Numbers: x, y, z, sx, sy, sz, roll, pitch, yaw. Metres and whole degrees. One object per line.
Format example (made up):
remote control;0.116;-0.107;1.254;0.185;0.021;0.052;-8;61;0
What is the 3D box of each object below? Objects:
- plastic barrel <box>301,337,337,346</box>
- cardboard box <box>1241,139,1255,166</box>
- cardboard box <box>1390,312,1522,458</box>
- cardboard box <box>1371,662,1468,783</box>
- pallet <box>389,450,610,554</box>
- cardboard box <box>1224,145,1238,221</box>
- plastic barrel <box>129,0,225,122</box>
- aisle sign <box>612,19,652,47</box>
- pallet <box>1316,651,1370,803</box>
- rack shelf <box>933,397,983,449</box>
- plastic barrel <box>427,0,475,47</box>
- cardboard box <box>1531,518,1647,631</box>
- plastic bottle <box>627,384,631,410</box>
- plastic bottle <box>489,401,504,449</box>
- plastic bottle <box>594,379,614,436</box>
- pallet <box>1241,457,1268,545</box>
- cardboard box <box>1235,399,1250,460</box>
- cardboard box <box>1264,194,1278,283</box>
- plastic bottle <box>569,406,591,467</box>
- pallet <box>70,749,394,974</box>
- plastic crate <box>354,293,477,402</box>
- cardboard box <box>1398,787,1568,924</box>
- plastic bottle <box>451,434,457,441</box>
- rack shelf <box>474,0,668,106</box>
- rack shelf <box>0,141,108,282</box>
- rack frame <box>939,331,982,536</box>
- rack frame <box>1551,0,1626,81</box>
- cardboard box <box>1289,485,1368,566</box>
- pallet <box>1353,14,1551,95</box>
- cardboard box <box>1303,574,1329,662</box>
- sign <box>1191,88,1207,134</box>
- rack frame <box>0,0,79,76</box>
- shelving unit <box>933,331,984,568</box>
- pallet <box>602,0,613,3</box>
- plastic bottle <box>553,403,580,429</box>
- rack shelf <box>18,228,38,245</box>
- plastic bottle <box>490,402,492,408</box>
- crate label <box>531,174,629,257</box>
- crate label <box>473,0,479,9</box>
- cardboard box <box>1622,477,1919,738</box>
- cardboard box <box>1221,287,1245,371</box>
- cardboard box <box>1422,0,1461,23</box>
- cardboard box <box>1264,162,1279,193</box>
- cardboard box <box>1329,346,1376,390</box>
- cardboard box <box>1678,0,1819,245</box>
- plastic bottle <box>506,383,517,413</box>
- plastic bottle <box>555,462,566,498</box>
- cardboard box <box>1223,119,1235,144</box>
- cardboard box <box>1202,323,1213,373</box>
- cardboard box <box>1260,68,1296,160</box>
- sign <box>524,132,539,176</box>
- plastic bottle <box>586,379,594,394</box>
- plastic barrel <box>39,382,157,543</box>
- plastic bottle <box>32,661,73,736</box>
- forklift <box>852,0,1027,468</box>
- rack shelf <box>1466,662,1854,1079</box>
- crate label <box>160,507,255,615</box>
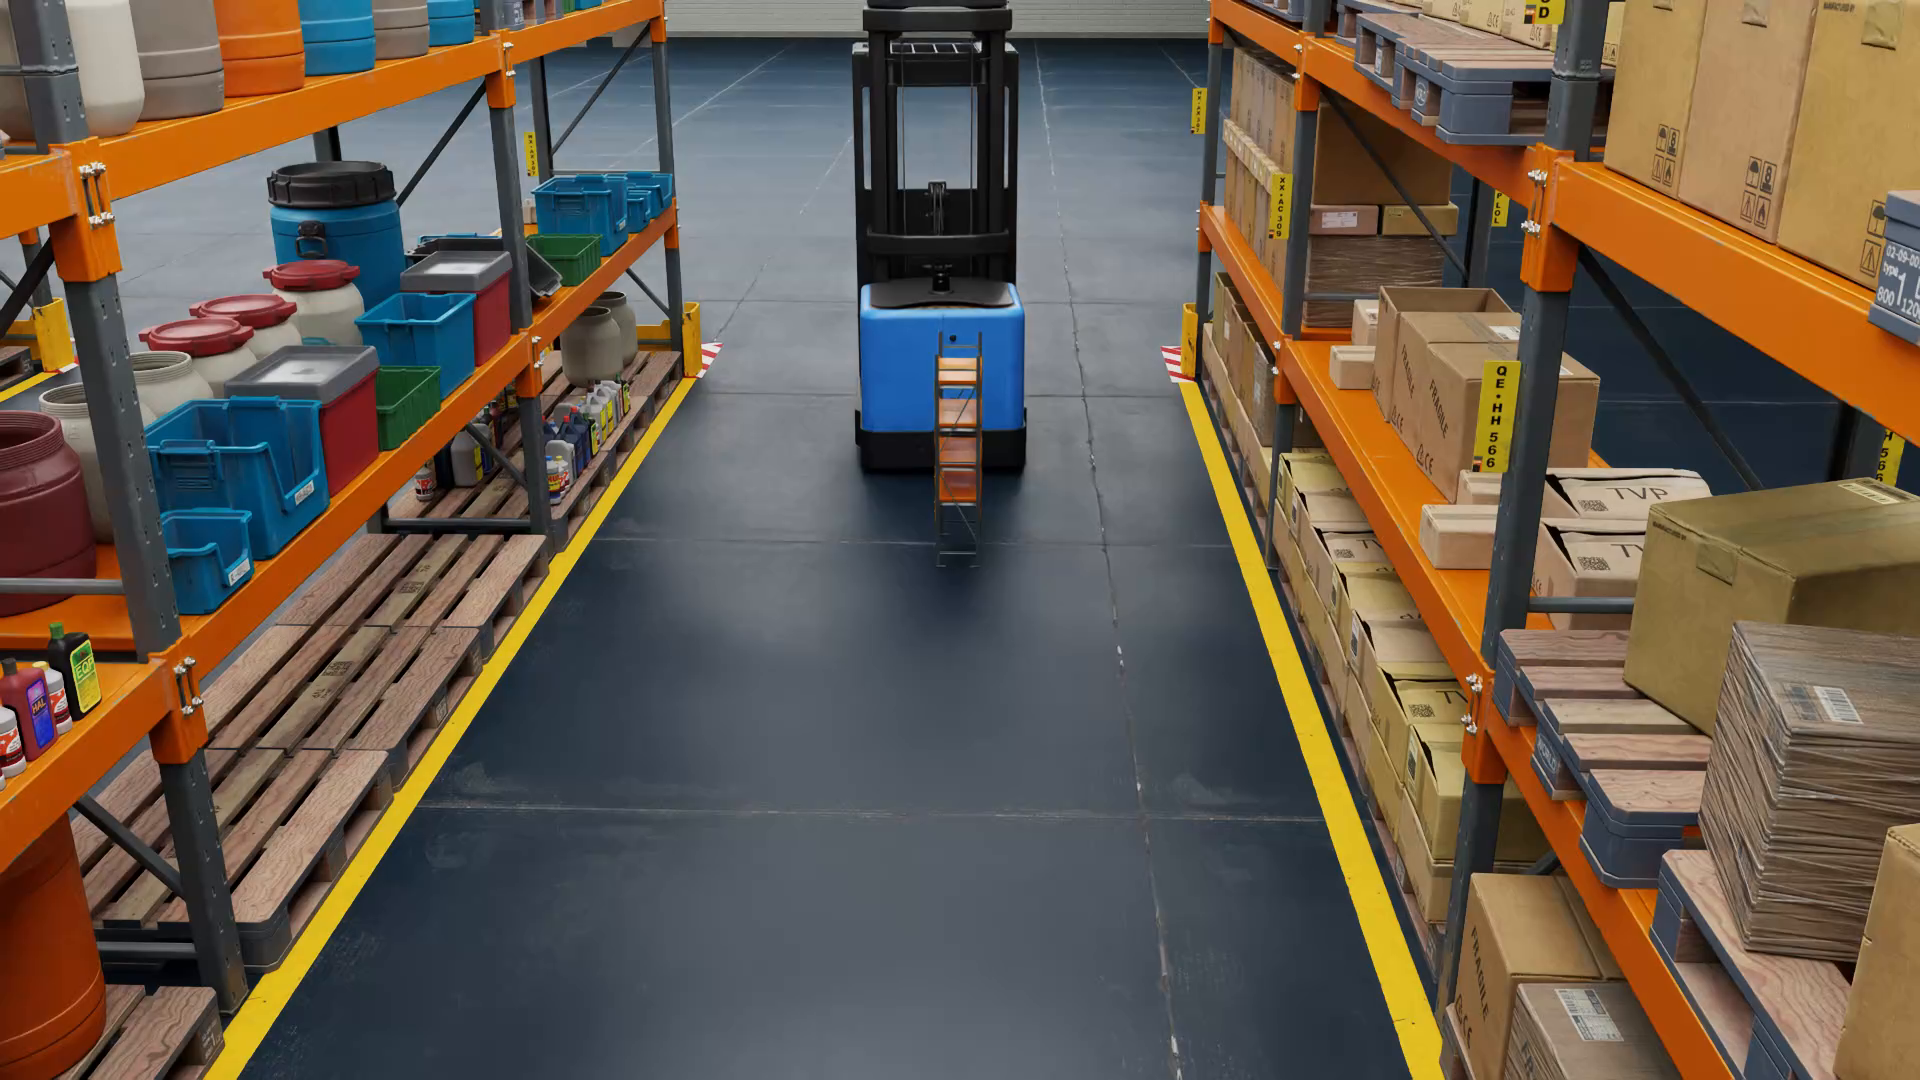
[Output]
plastic barrel;-2.963;-0.760;7.532;0.301;0.262;0.301;0;21;0
cardboard box;2.046;-2.528;10.862;0.380;0.149;0.250;0;21;0
cardboard box;2.111;-0.643;6.901;0.500;0.500;0.500;1;21;2
cardboard box;1.839;0.645;6.164;0.500;0.311;0.500;0;21;1
pallet;-2.707;-0.244;9.865;1.003;0.211;1.213;1;21;2
cardboard box;2.276;-2.570;11.867;0.700;0.500;0.500;1;21;2
plastic barrel;-2.649;-1.782;5.134;0.600;0.901;0.600;0;21;0
aisle sign;-2.349;-3.982;12.052;0.394;0.787;0.004;1;21;2
pallet;2.164;0.764;7.269;1.003;0.211;1.213;1;21;2
rack shelf;-0.005;-0.645;9.101;0.258;0.148;0.480;1;21;2
plastic barrel;-2.568;-2.747;7.623;0.600;0.901;0.708;1;21;2
cardboard box;2.115;0.111;5.218;0.500;0.311;0.500;2;21;5
plastic bottle;-2.265;-0.979;11.166;0.097;0.201;0.097;0;21;0
plastic bottle;-2.907;-0.720;10.385;0.061;0.283;0.133;1;21;2
plastic bottle;-2.306;-0.848;10.621;0.144;0.351;0.185;2;21;4
pallet;2.248;-0.233;9.836;1.003;0.211;1.213;1;21;2
cardboard box;2.003;-0.691;10.384;0.500;0.250;0.500;1;21;2
cardboard box;2.217;-1.825;9.947;0.700;0.500;0.500;1;21;2
plastic bottle;-2.324;-0.627;10.052;0.144;0.351;0.185;0;21;-1
pallet;-2.829;1.165;6.234;1.003;0.211;1.213;1;21;2
plastic crate;-2.492;-0.892;7.702;0.392;0.384;0.575;1;21;2
cardboard box;1.832;1.094;5.783;0.500;0.250;0.500;1;21;3
plastic bottle;-3.032;-0.577;9.923;0.144;0.351;0.185;0;21;-1
rack shelf;-2.709;-3.087;10.187;1.077;0.370;4.000;1;21;2
rack shelf;-2.952;-0.195;2.732;1.077;0.370;4.000;1;21;2
rack frame;0.002;-0.588;9.385;0.240;1.200;0.015;1;21;2
rack frame;2.060;-2.596;3.779;1.000;3.000;0.127;1;21;2
cardboard box;1.899;-0.093;8.068;0.500;0.311;0.500;0;21;1
pallet;2.022;-1.760;6.033;1.003;0.211;1.213;2;21;4
cardboard box;1.892;0.356;7.685;0.500;0.250;0.500;0;21;0
sign;1.749;-3.140;12.170;0.100;0.325;0.005;1;21;2
rack frame;-2.891;-2.652;3.923;1.000;3.000;0.127;1;21;2
shelving unit;-0.005;-0.500;9.158;0.258;1.200;0.503;1;21;2
pallet;-2.771;-3.760;11.187;1.003;0.211;1.213;1;21;2
plastic bottle;-2.460;-0.738;10.442;0.152;0.276;0.135;1;21;2
rack shelf;-7.659;-1.743;10.870;1.077;0.370;4.000;1;21;2
plastic bottle;-3.031;-0.800;10.704;0.097;0.201;0.097;0;21;0
crate label;-2.433;-2.096;10.734;0.502;0.435;0.616;1;21;2
crate label;-3.035;-3.403;10.213;0.502;0.251;0.408;1;21;2
cardboard box;2.153;0.187;4.180;0.700;0.500;0.500;-7;22;-16
cardboard box;2.049;-1.402;11.179;0.500;0.500;0.500;1;21;2
cardboard box;2.062;-2.079;6.221;0.500;0.250;0.500;-1;21;-3
cardboard box;2.016;-2.154;9.899;0.380;0.149;0.250;1;21;3
cardboard box;1.950;-0.810;7.817;0.380;0.149;0.250;1;21;2
cardboard box;2.065;-0.902;3.421;0.910;0.500;0.500;1;21;2
plastic bottle;-3.018;-0.958;11.113;0.097;0.201;0.097;0;21;0
plastic bottle;-2.318;-0.349;9.542;0.097;0.201;0.097;0;21;0
cardboard box;2.076;-2.901;11.824;0.380;0.149;0.250;0;21;1
cardboard box;2.065;-1.414;12.247;0.500;0.250;0.500;1;21;2
cardboard box;2.234;-2.602;10.156;0.700;0.500;0.500;1;21;2
sign;-3.197;-2.884;12.433;0.100;0.325;0.005;1;21;2
plastic bottle;-2.407;-0.928;10.920;0.061;0.283;0.133;1;21;2
plastic barrel;-3.073;-0.281;5.953;0.421;0.512;0.421;0;21;0
plastic bottle;-2.499;0.430;4.548;0.097;0.201;0.097;0;21;0
forklift;-0.173;-2.306;11.420;1.130;2.935;3.031;-1;21;-3
rack shelf;1.999;1.259;3.131;1.077;0.370;4.000;1;21;2
crate label;-2.504;0.075;5.421;0.303;0.233;0.416;1;21;2
